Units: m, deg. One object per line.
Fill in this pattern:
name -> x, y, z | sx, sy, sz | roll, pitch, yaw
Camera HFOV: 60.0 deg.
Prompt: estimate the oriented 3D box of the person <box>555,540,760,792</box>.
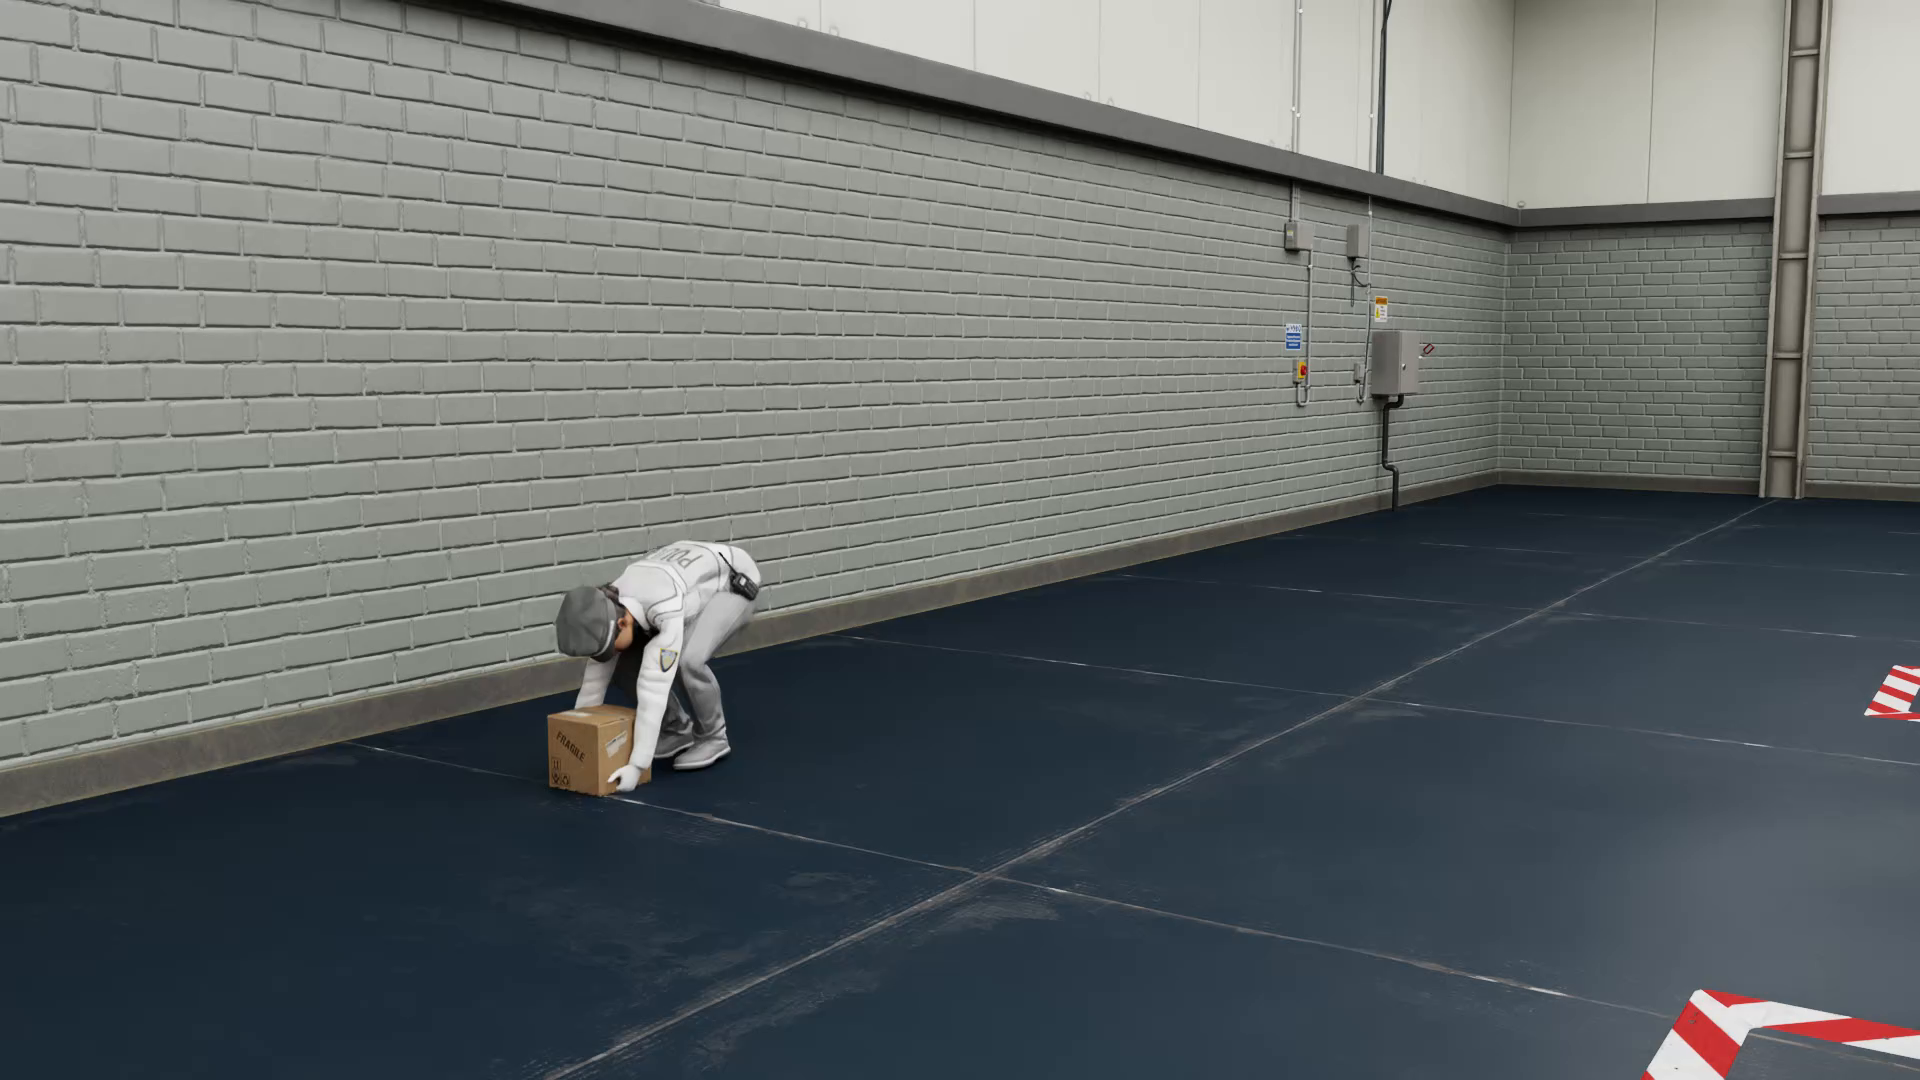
person -> -1.089, 0.439, 6.034 | 0.454, 0.823, 0.897 | 4, 8, 31
